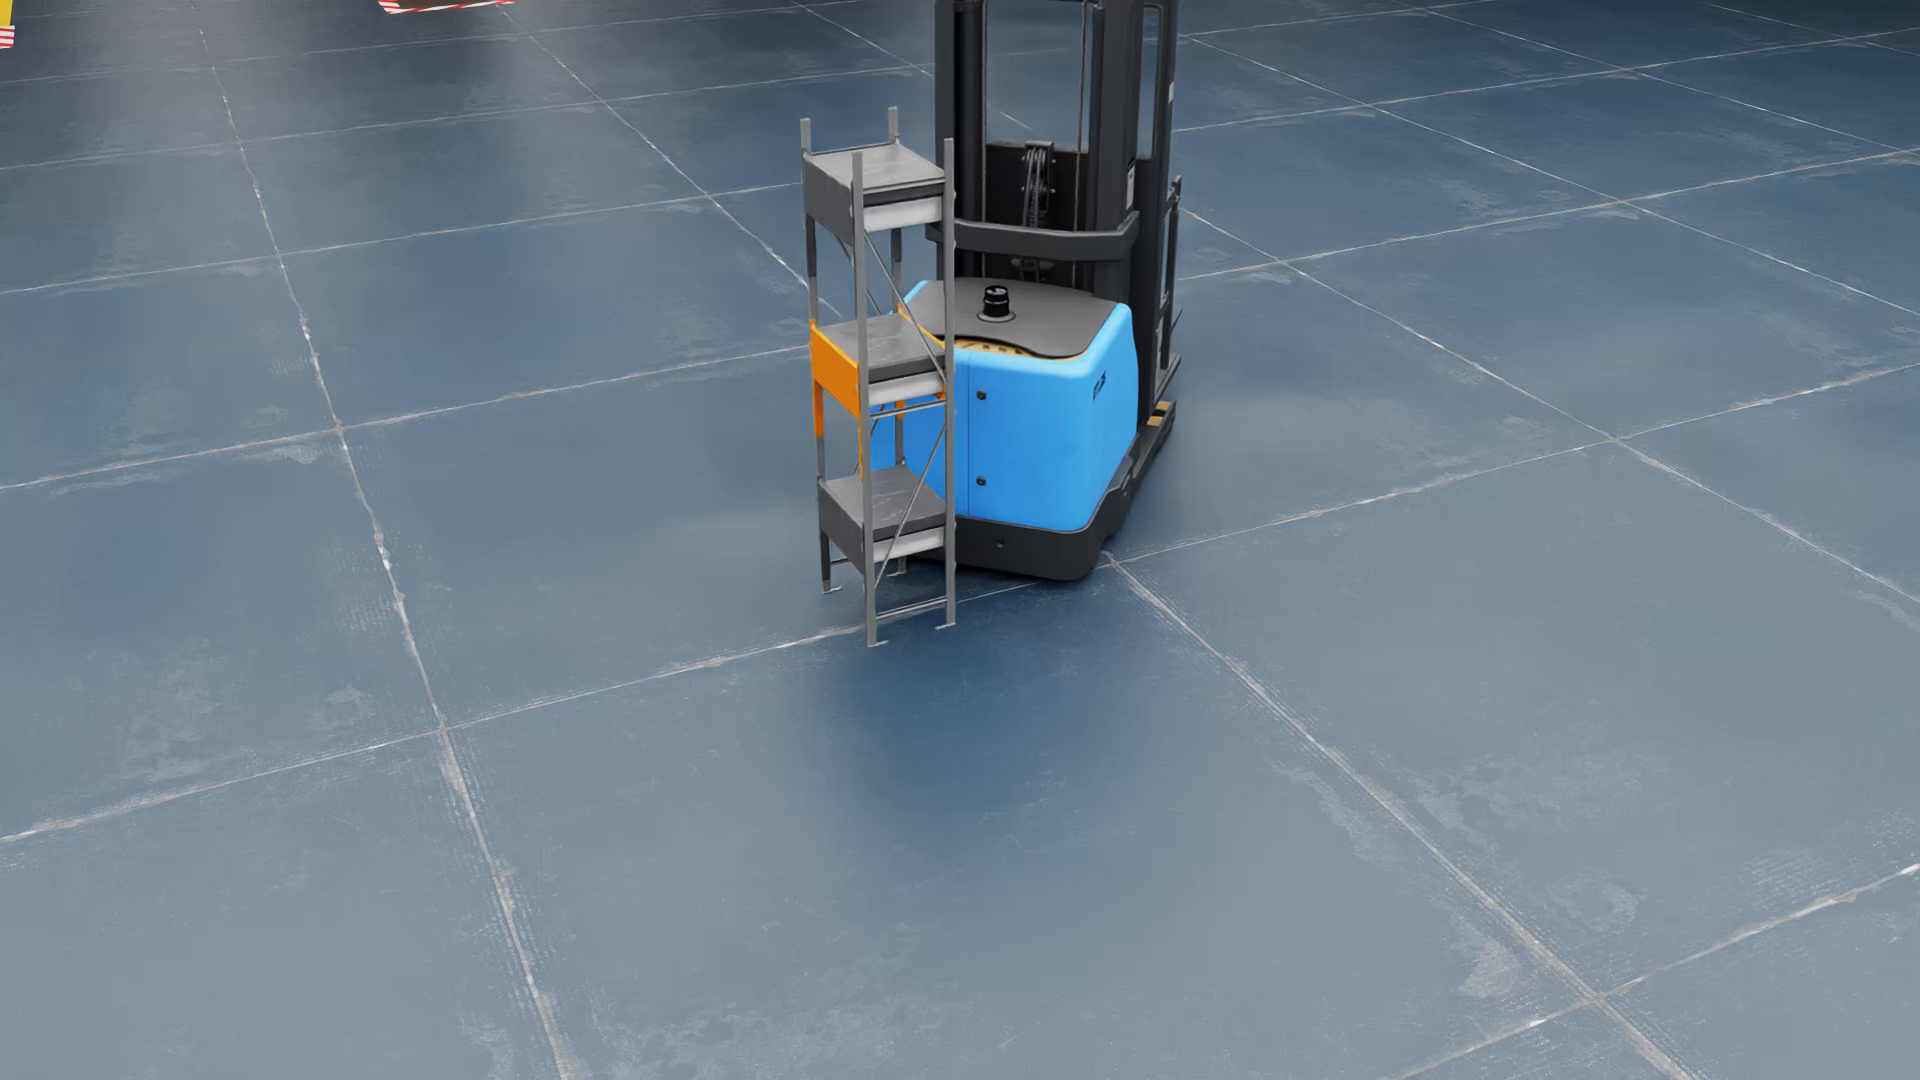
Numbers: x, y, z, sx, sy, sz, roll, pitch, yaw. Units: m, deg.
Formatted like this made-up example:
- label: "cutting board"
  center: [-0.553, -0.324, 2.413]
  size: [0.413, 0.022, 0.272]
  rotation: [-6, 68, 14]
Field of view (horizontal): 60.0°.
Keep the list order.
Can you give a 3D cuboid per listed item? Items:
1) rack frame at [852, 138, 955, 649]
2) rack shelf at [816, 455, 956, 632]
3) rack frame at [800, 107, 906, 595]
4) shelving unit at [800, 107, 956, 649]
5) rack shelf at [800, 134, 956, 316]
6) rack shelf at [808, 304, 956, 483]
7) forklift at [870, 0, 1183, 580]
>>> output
- label: "rack frame"
  center: [-0.204, -0.507, 6.507]
  size: [0.400, 2.100, 0.015]
  rotation: [-14, 32, -23]
- label: "rack shelf"
  center: [-0.314, 0.009, 7.046]
  size: [0.431, 0.518, 0.480]
  rotation: [-14, 32, -23]
- label: "rack frame"
  center: [-0.424, -0.720, 6.887]
  size: [0.400, 2.100, 0.015]
  rotation: [-14, 32, -23]
- label: "shelving unit"
  center: [-0.314, -0.614, 6.697]
  size: [0.431, 2.100, 0.503]
  rotation: [-14, 32, -23]
- label: "rack shelf"
  center: [-0.314, -1.212, 6.362]
  size: [0.431, 0.518, 0.480]
  rotation: [-14, 32, -23]
- label: "rack shelf"
  center: [-0.314, -0.602, 6.704]
  size: [0.431, 0.518, 0.480]
  rotation: [-14, 32, -23]
- label: "forklift"
  center: [0.505, -1.808, 7.977]
  size: [1.130, 2.935, 3.031]
  rotation: [9, 31, 16]
